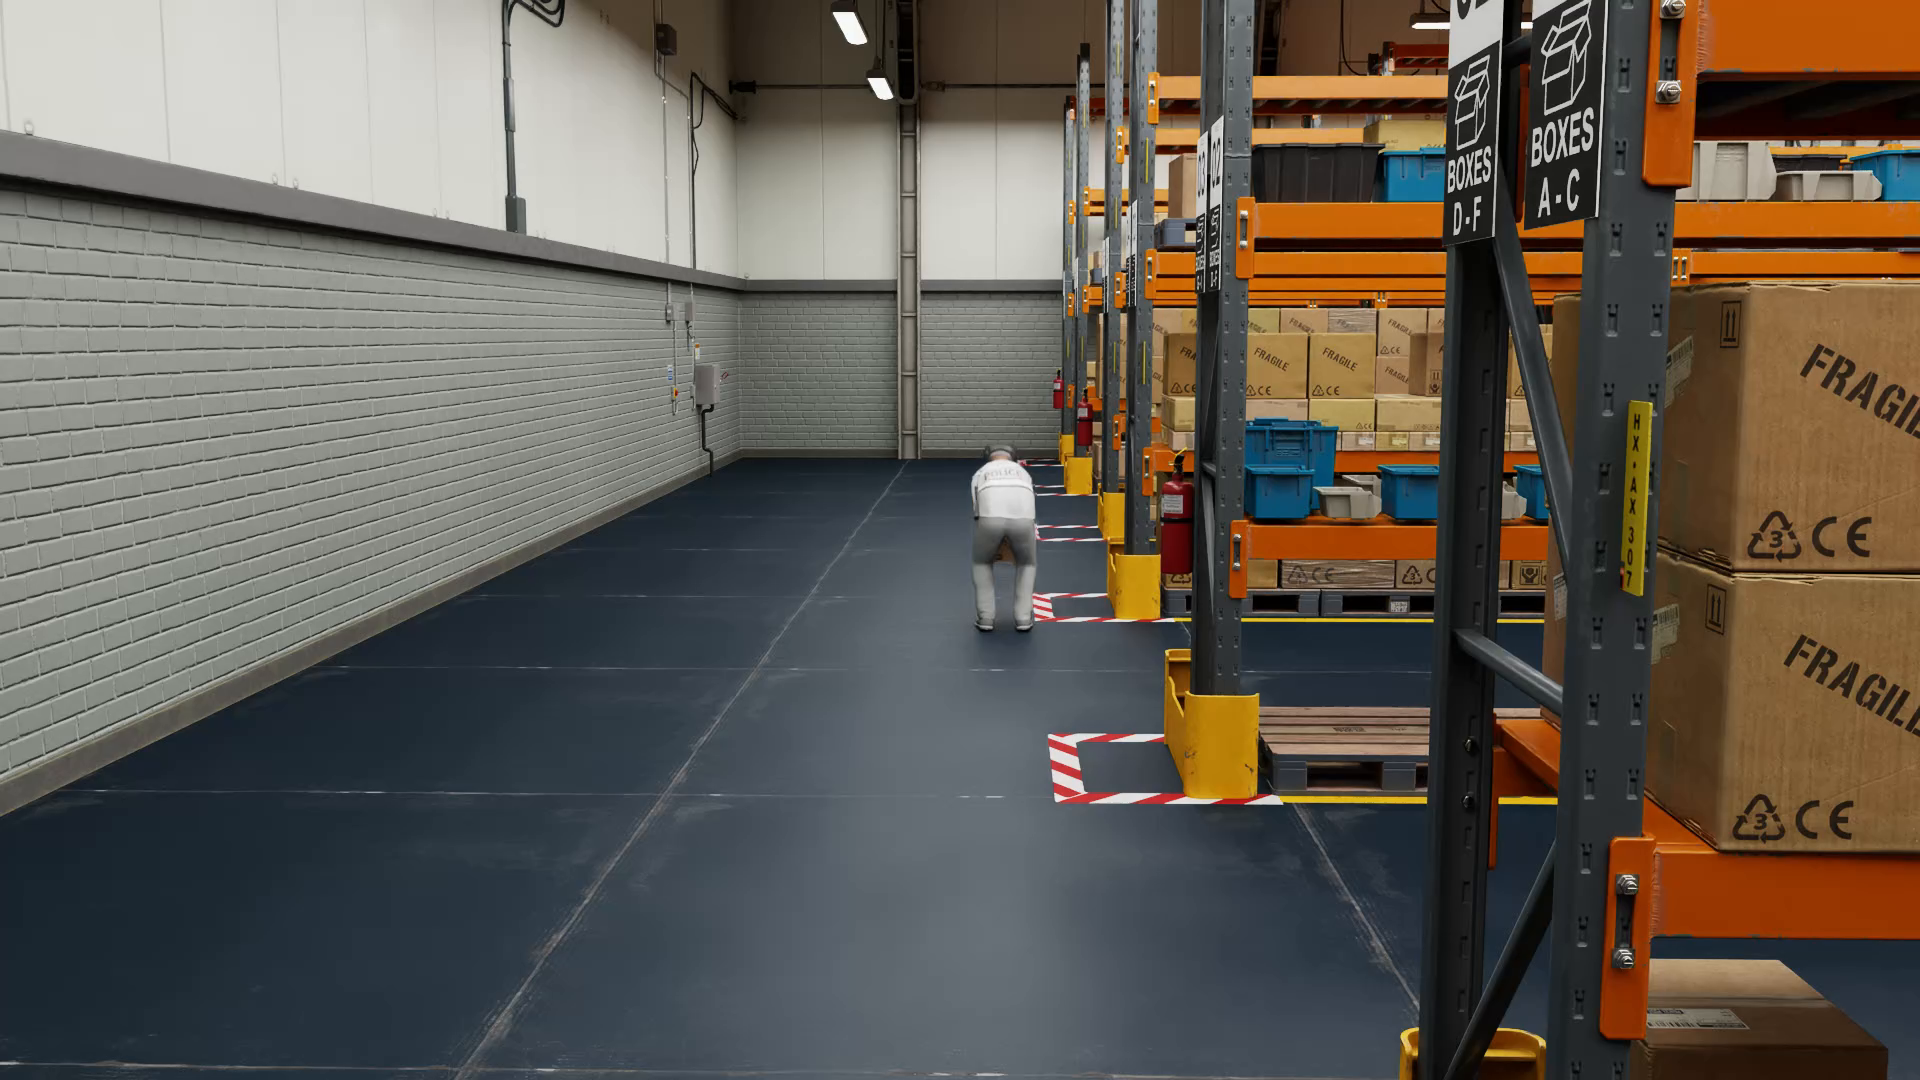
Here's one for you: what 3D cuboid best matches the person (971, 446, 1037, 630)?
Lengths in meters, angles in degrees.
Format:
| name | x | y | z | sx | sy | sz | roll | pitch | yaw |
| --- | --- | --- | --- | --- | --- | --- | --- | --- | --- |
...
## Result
| name | x | y | z | sx | sy | sz | roll | pitch | yaw |
| --- | --- | --- | --- | --- | --- | --- | --- | --- | --- |
| person | 0.331 | -0.025 | 12.608 | 0.496 | 1.341 | 0.987 | 0 | 7 | -1 |
